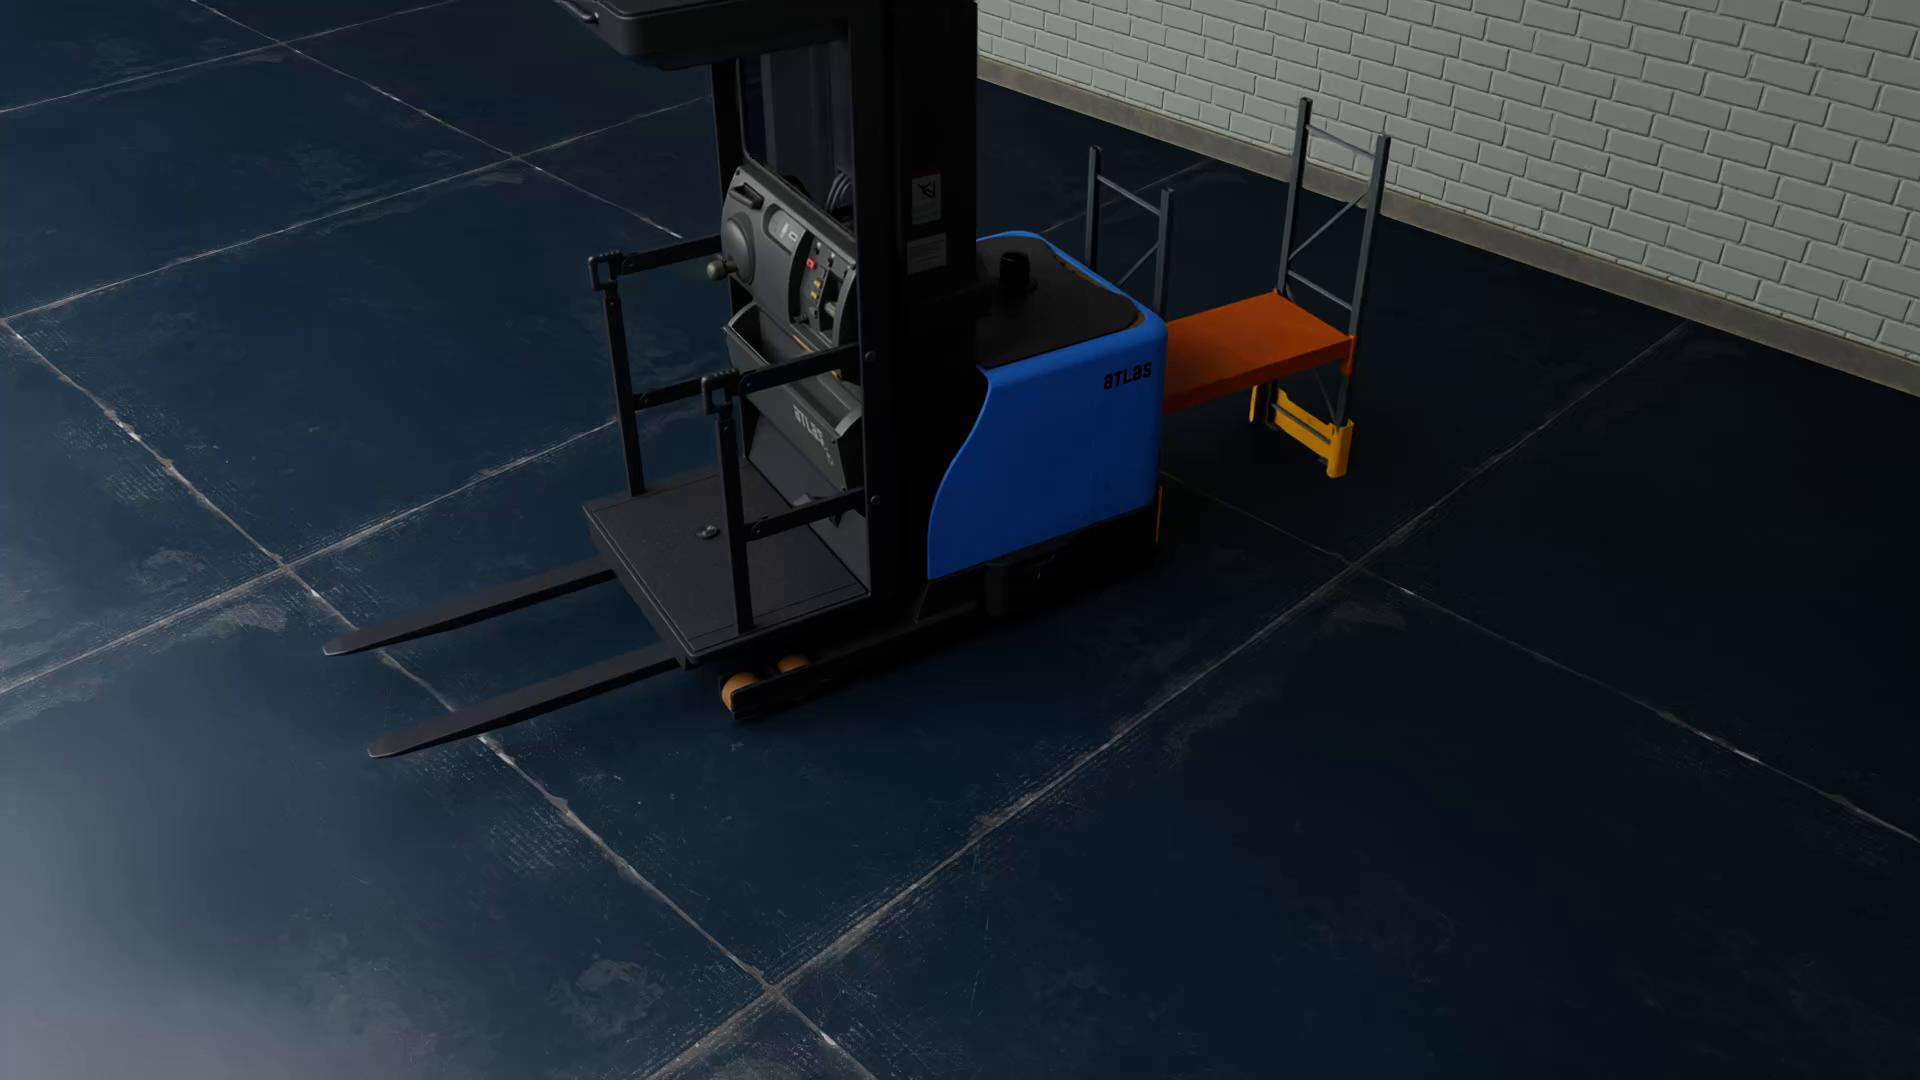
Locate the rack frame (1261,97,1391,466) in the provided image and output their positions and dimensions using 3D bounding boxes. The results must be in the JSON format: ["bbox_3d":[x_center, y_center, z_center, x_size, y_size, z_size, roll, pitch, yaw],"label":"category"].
[{"bbox_3d":[1.502,-1.038,6.927,0.032,1.500,0.500,-19,39,-25],"label":"rack frame"}]

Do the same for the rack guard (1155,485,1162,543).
[{"bbox_3d":[0.627,-0.230,6.862,0.087,0.250,0.587,-19,39,-25],"label":"rack guard"}]

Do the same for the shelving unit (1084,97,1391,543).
[{"bbox_3d":[1.057,-0.887,6.711,1.083,1.500,0.587,-19,39,-25],"label":"shelving unit"}]

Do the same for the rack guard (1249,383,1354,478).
[{"bbox_3d":[1.486,-0.519,7.276,0.087,0.250,0.587,-19,39,-25],"label":"rack guard"}]

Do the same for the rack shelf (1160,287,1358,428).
[{"bbox_3d":[1.064,-0.743,6.818,1.000,0.185,0.538,-19,39,-25],"label":"rack shelf"}]

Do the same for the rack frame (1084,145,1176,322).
[{"bbox_3d":[0.626,-0.742,6.504,0.032,1.500,0.500,-19,39,-25],"label":"rack frame"}]

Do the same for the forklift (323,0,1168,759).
[{"bbox_3d":[-0.760,-0.920,5.507,3.031,2.935,1.130,-19,39,-25],"label":"forklift"}]
